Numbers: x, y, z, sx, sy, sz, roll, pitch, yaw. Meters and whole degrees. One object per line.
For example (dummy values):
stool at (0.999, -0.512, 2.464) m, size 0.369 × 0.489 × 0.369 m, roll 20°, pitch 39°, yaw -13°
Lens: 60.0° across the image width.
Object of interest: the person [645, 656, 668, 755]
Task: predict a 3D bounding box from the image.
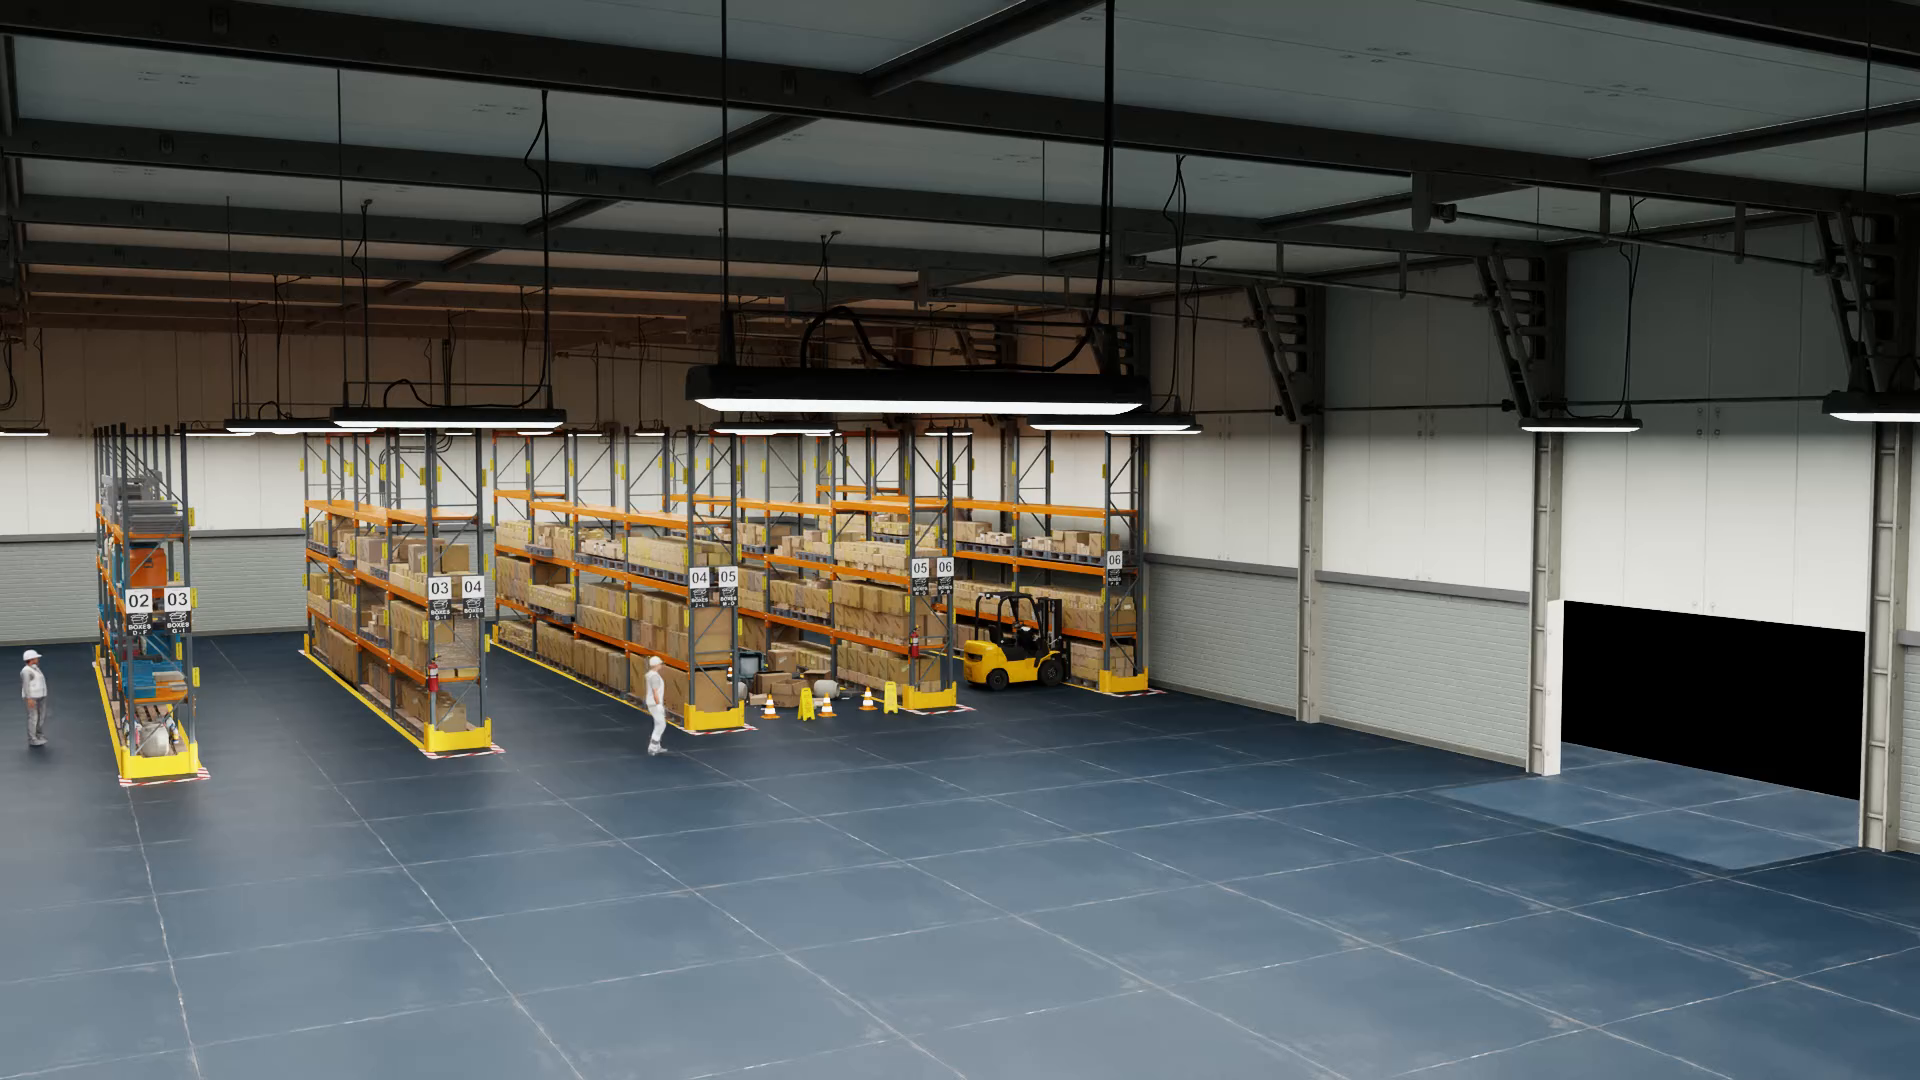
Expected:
person at (-5.543, 3.044, 30.369) m, size 0.402 × 1.858 × 0.593 m, roll -1°, pitch 4°, yaw -11°

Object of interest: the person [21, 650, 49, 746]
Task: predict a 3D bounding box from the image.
person at (-17.355, 2.959, 31.206) m, size 0.440 × 1.795 × 0.594 m, roll 0°, pitch 3°, yaw 4°
